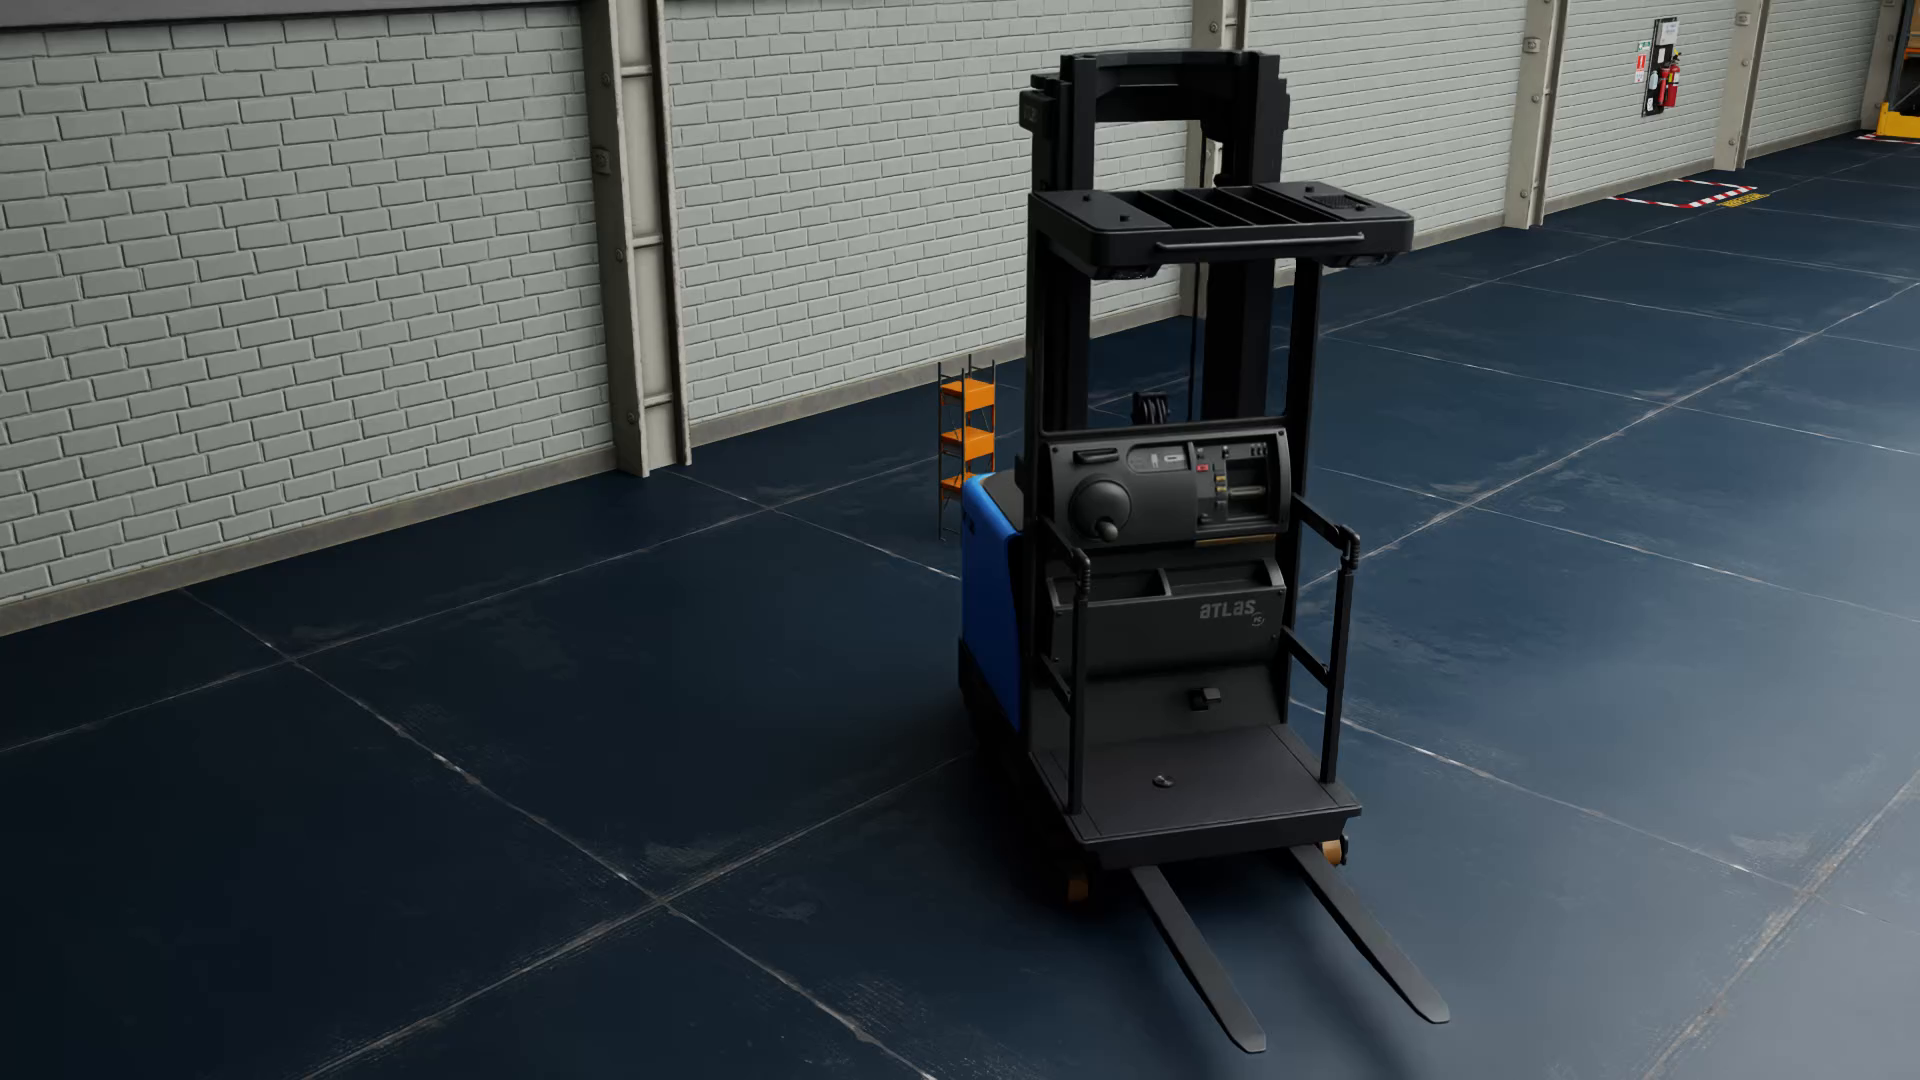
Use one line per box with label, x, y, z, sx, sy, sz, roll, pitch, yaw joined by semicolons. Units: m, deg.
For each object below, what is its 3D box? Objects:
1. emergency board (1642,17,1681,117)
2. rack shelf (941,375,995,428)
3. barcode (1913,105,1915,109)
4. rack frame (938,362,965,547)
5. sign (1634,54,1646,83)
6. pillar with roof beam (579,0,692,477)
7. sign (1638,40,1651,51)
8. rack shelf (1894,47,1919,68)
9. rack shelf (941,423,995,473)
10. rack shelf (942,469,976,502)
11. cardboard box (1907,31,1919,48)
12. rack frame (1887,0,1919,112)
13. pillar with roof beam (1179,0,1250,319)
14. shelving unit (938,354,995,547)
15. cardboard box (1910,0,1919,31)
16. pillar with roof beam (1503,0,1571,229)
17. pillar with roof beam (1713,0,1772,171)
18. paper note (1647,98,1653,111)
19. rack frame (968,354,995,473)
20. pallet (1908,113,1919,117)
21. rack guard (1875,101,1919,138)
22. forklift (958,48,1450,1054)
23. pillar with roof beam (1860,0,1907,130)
emergency board;8.809;-5.888;20.713;0.194;1.169;0.643;19;28;41
rack shelf;0.037;-0.759;9.324;0.215;0.259;0.240;19;28;41
barcode;15.150;-6.875;26.401;0.001;0.075;0.075;19;28;41
rack frame;-0.048;-0.472;9.340;0.200;1.050;0.008;19;28;41
sign;8.349;-5.789;20.404;0.001;0.329;0.234;19;28;41
pillar with roof beam;1.088;-3.610;6.424;9.100;9.000;0.400;19;28;41
sign;8.359;-6.035;20.307;0.001;0.109;0.331;19;28;41
rack shelf;16.272;-7.838;26.789;1.077;0.370;4.000;19;28;41
rack shelf;0.037;-0.494;9.426;0.215;0.259;0.240;19;28;41
rack shelf;0.037;-0.234;9.526;0.215;0.259;0.240;19;28;41
cardboard box;15.064;-7.768;25.785;0.500;0.250;0.500;-20;28;-41
rack frame;14.877;-7.660;25.323;1.000;3.000;0.127;19;28;41
pillar with roof beam;5.273;-5.152;10.436;9.100;9.000;0.400;19;28;41
shelving unit;0.037;-0.504;9.422;0.215;1.050;0.252;19;28;41
cardboard box;15.054;-8.124;25.665;0.500;0.500;0.500;19;28;40
pillar with roof beam;9.459;-6.695;14.449;9.100;9.000;0.400;19;28;41
pillar with roof beam;13.645;-8.237;18.462;9.100;9.000;0.400;19;28;41
paper note;8.636;-5.449;20.798;0.016;0.148;0.142;19;28;41
rack frame;0.122;-0.535;9.504;0.200;1.050;0.008;19;28;41
pallet;15.522;-6.578;26.394;1.003;0.211;1.213;19;28;41
rack guard;14.930;-6.513;25.822;1.175;0.500;0.348;19;28;41
forklift;0.833;-0.183;5.967;1.130;2.935;3.031;-5;22;-13
pillar with roof beam;17.830;-9.779;22.474;9.100;9.000;0.400;19;28;41
